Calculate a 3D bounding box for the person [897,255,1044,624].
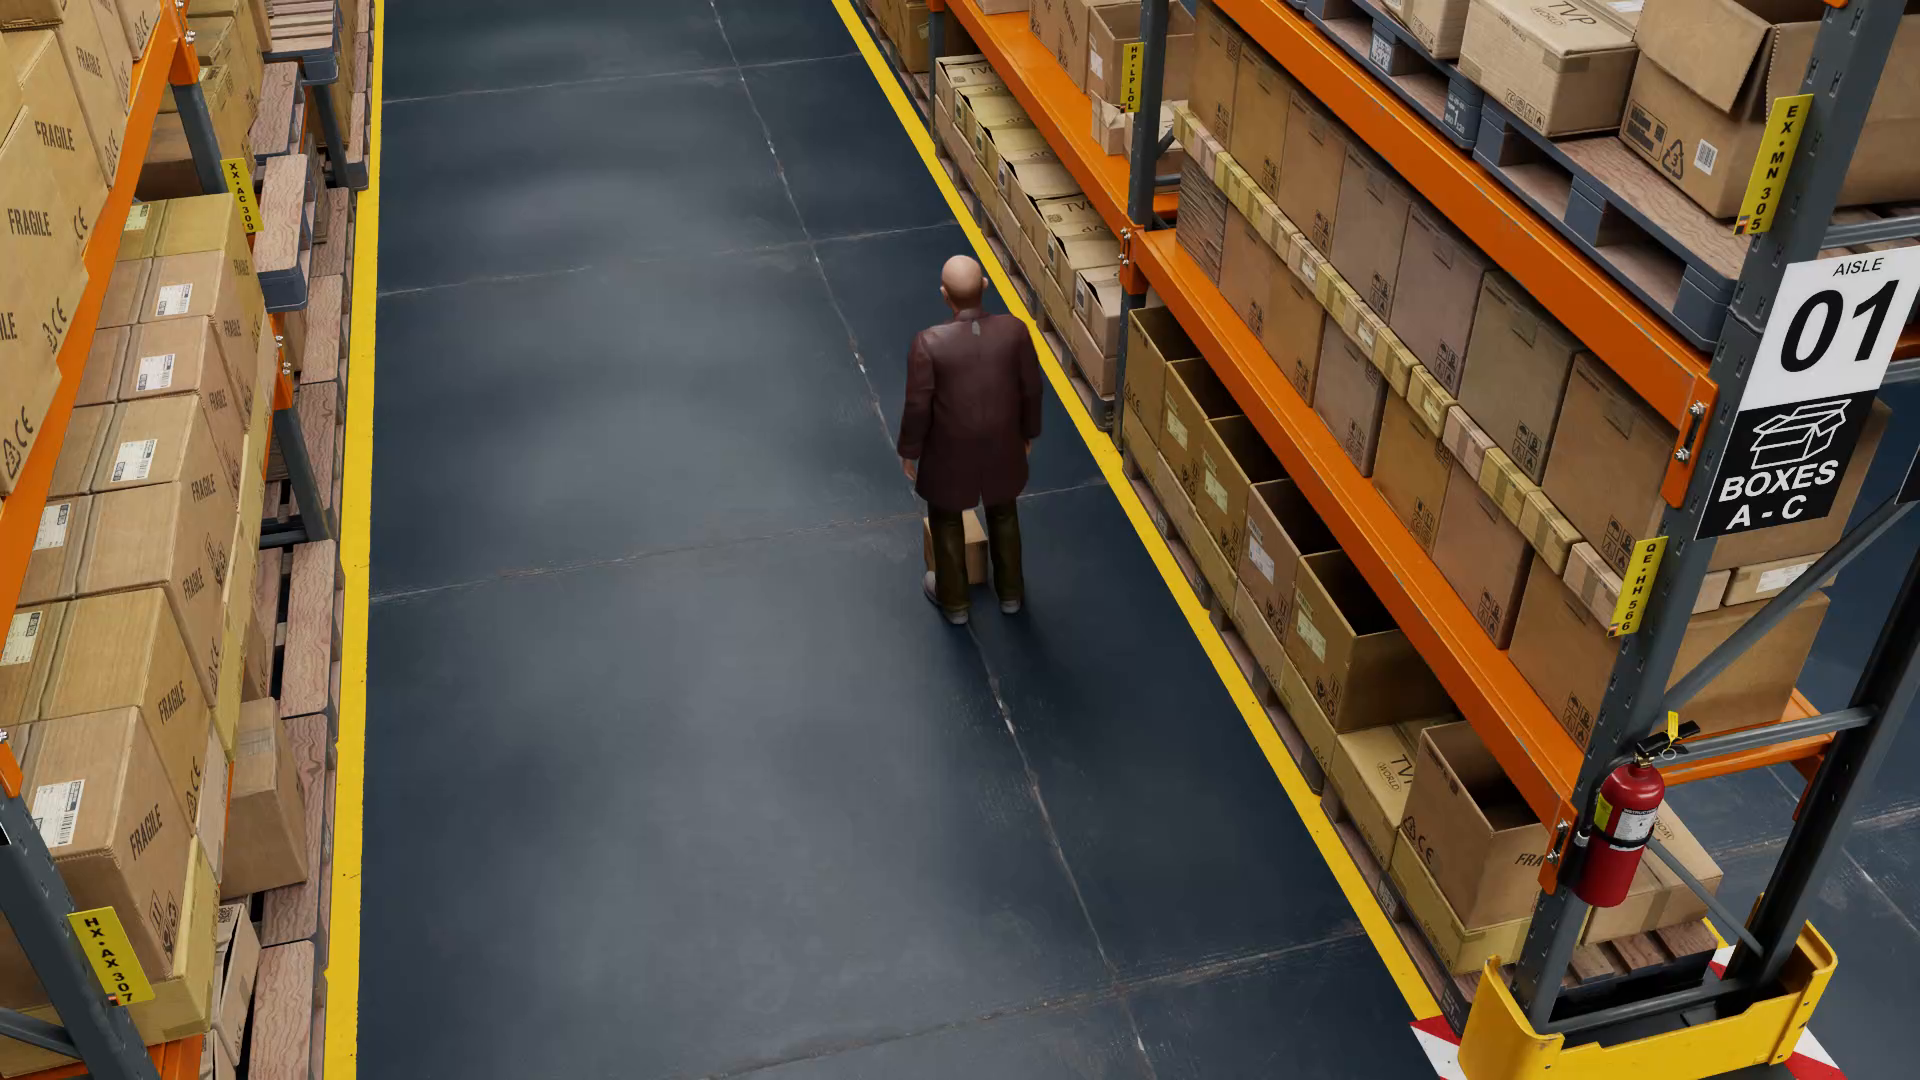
[{"bbox_3d":[0.046,-0.415,7.265,0.654,1.774,0.416,-10,39,-12],"label":"person"}]
